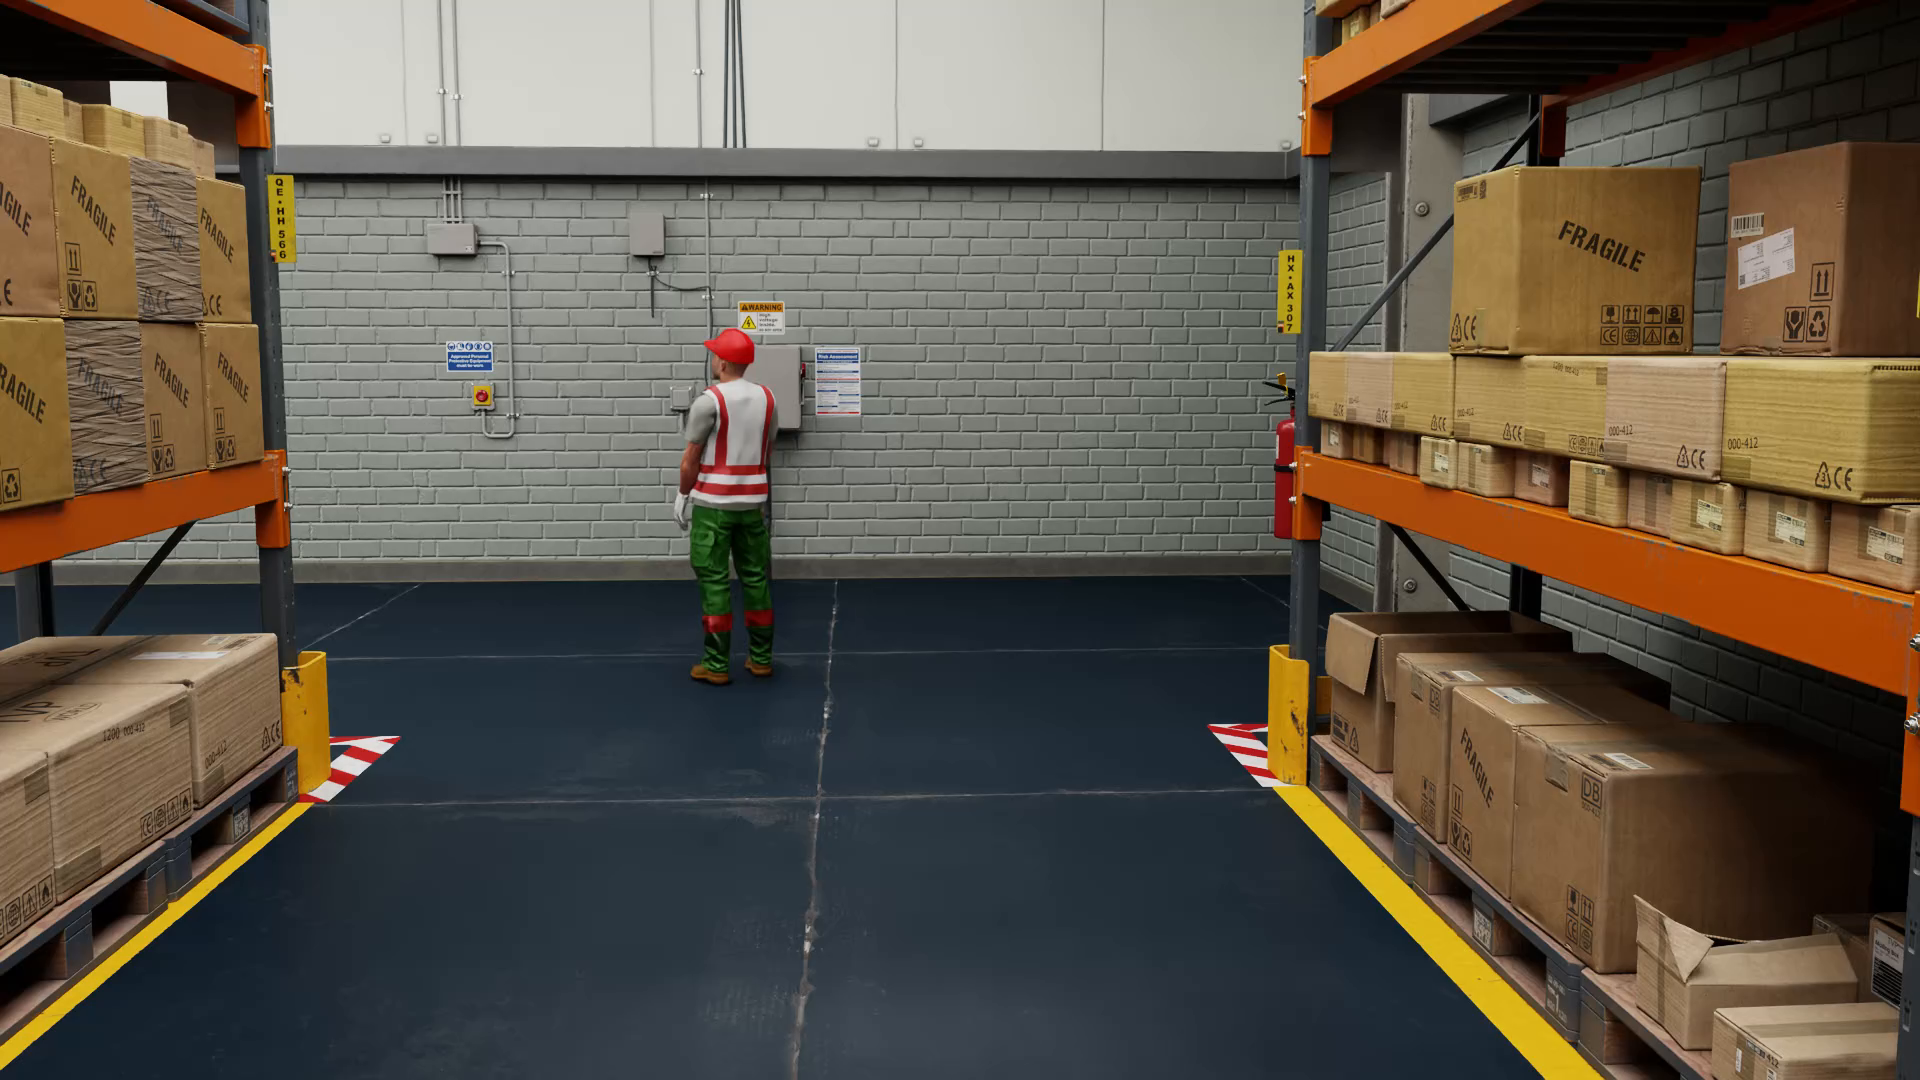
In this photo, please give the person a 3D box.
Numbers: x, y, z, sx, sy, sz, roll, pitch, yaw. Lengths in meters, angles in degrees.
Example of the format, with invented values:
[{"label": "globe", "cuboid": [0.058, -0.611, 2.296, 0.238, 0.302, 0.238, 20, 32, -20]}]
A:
[{"label": "person", "cuboid": [-1.189, -0.180, 8.519, 0.586, 1.795, 0.450, -6, 9, -41]}]
